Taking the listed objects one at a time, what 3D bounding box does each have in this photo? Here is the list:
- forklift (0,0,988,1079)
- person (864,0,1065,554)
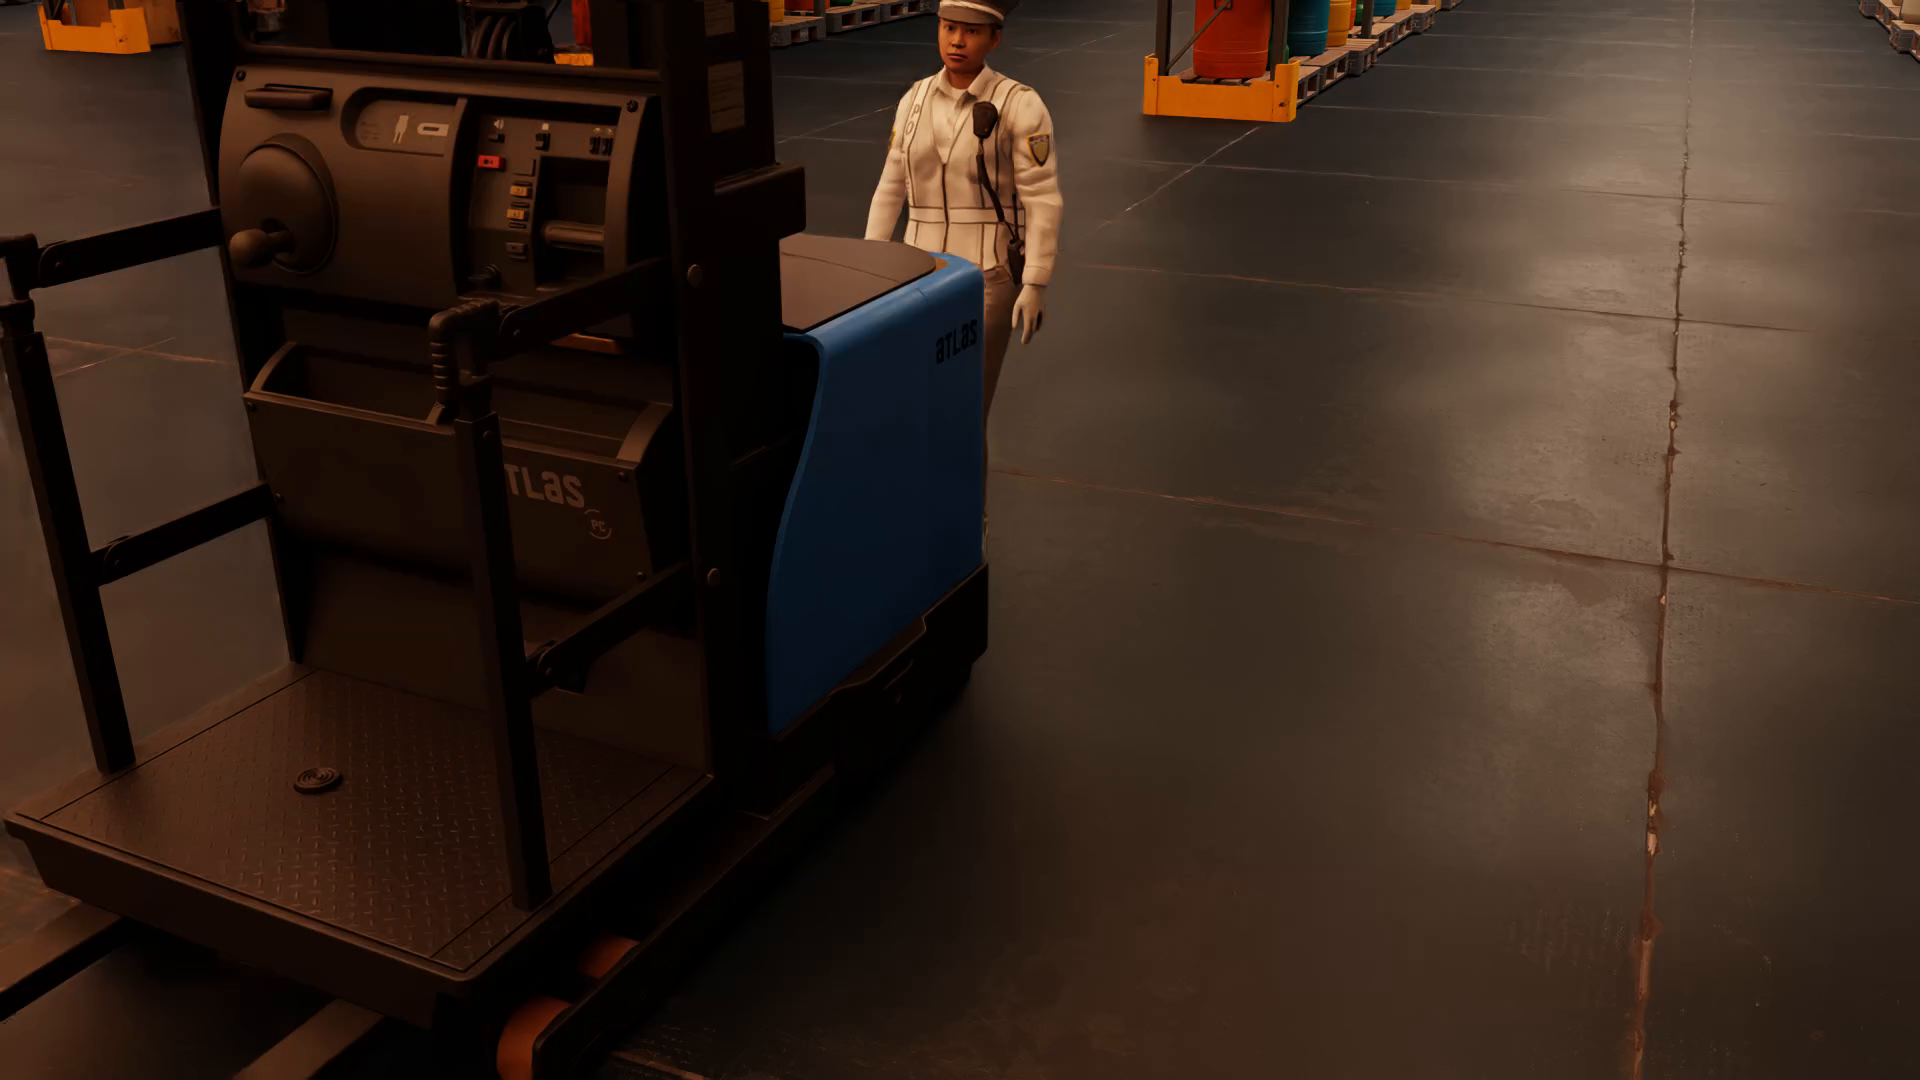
[{"bbox_3d":[-1.031,-0.601,2.730,1.130,2.935,3.031,11,25,24],"label":"forklift"},{"bbox_3d":[-0.039,-0.710,4.658,0.617,1.679,0.538,11,25,25],"label":"person"}]
